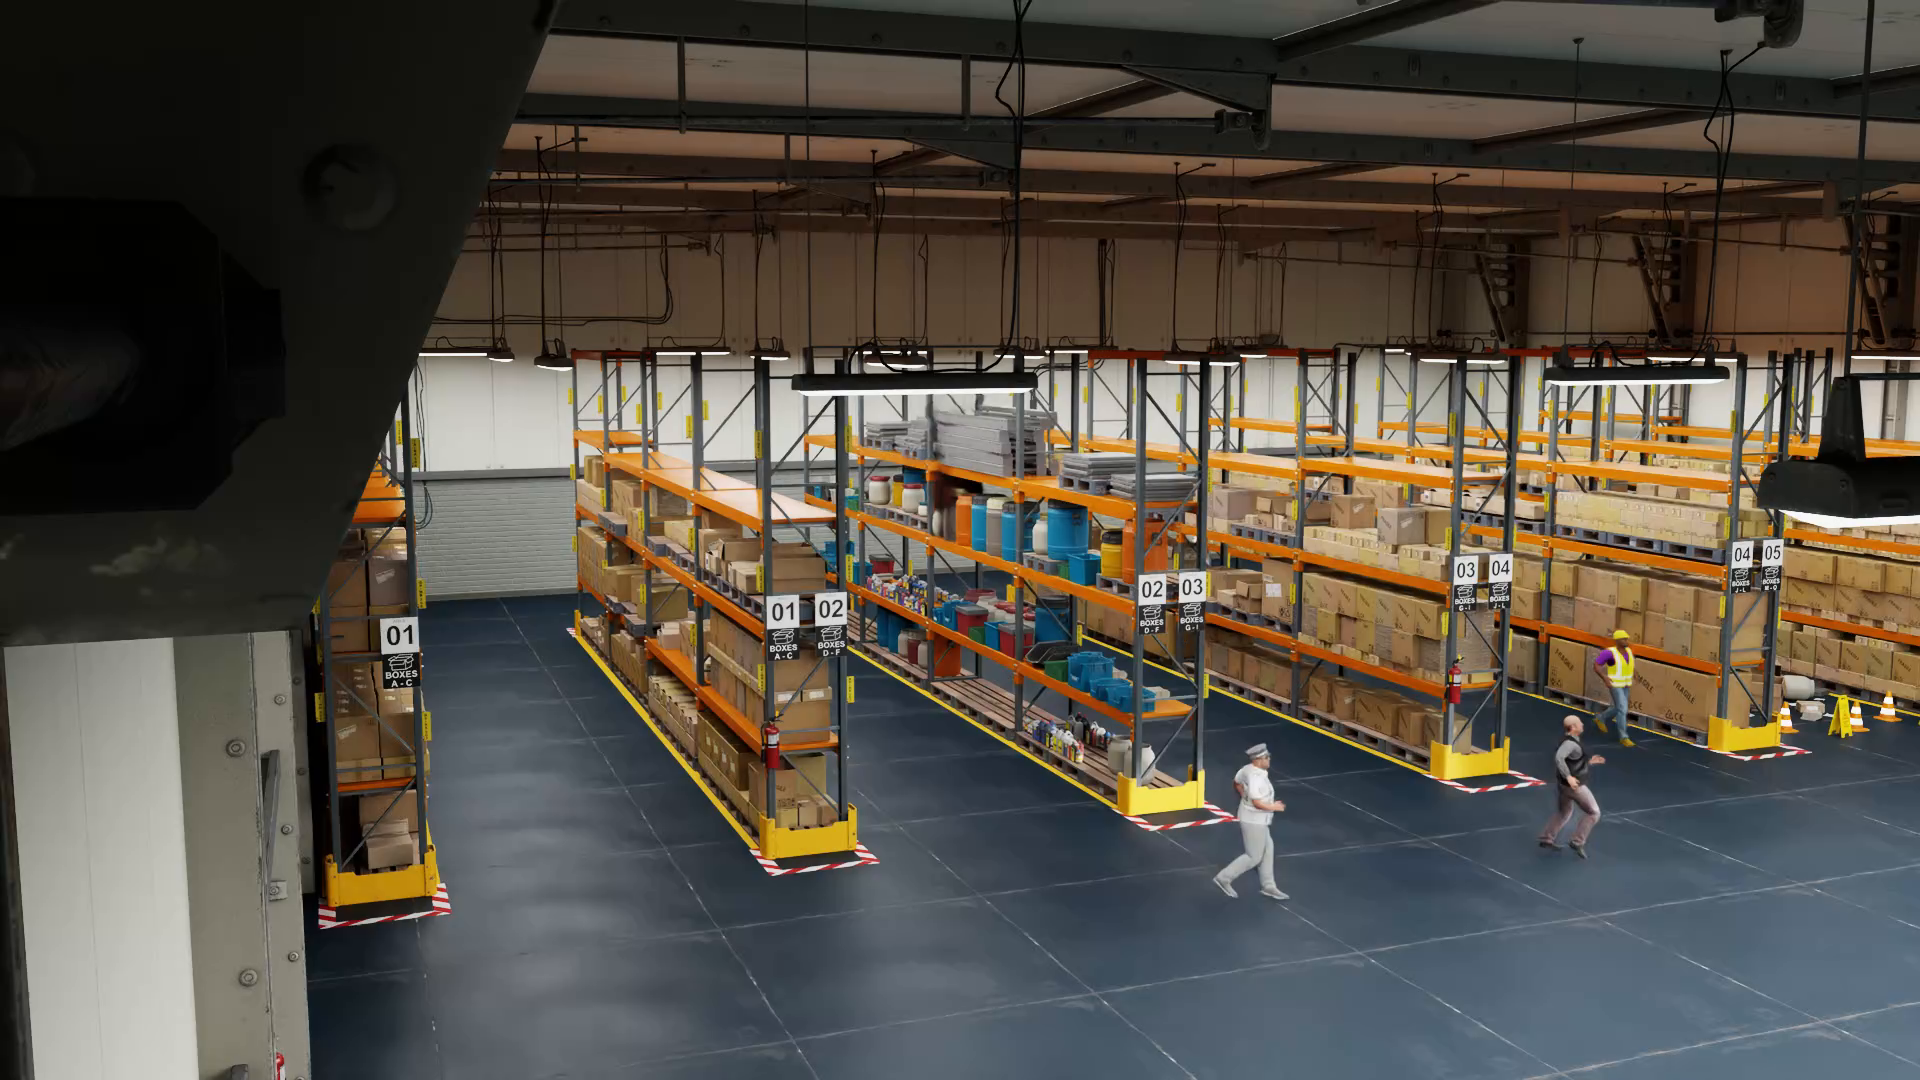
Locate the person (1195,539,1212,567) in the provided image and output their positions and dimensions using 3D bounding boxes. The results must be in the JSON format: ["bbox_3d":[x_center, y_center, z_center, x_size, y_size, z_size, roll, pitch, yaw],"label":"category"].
[{"bbox_3d":[5.451,0.787,37.756,0.654,1.731,0.578,-3,8,-24],"label":"person"}]

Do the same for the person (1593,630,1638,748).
[{"bbox_3d":[10.188,2.264,25.784,0.706,1.772,0.886,-4,8,-27],"label":"person"}]

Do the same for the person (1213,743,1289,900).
[{"bbox_3d":[3.268,3.152,18.581,0.867,1.806,0.686,0,7,3],"label":"person"}]

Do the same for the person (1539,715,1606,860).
[{"bbox_3d":[7.420,2.990,20.120,0.729,1.756,0.627,1,7,6],"label":"person"}]
